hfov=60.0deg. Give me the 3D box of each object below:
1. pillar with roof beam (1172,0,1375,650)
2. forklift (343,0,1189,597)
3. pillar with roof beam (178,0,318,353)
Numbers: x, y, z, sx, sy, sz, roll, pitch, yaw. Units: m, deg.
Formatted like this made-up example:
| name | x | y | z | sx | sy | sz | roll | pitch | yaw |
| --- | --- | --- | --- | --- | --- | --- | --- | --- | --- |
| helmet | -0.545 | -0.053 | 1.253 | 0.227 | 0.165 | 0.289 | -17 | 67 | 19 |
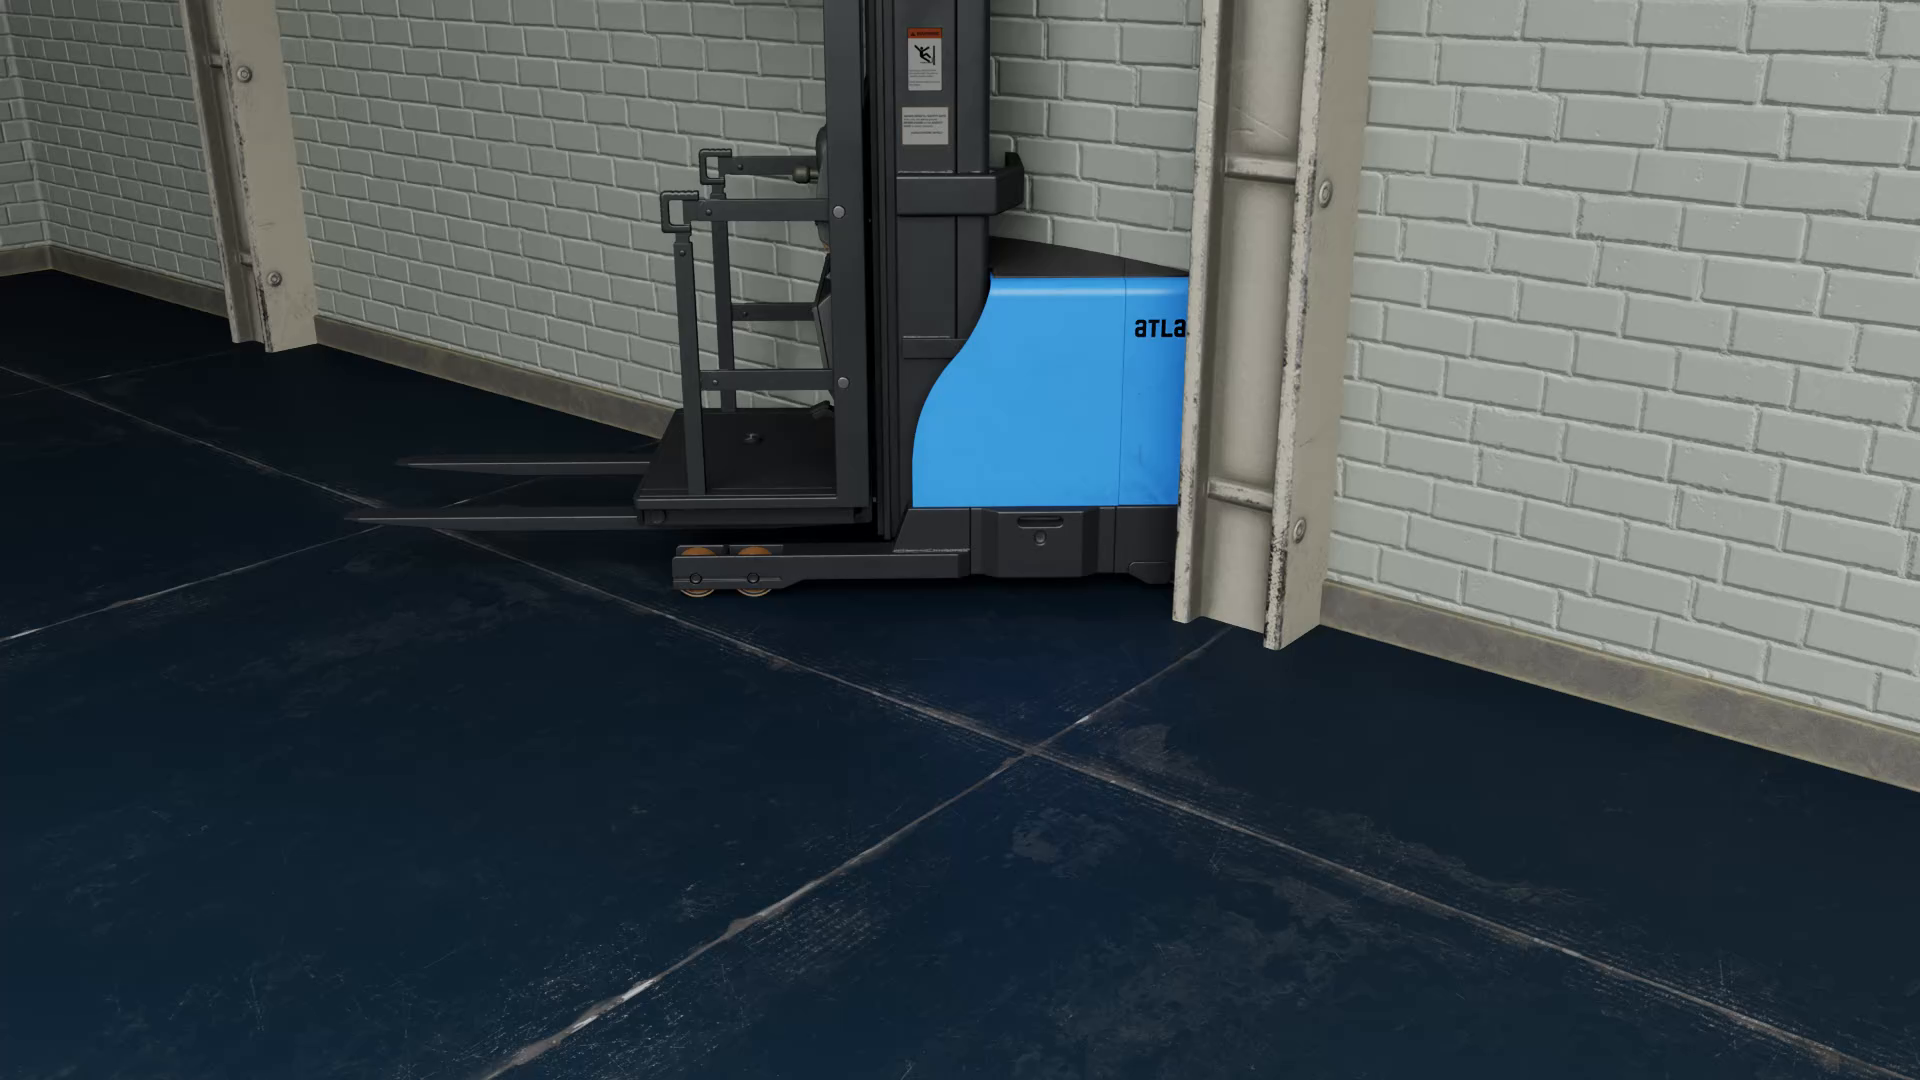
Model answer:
| name | x | y | z | sx | sy | sz | roll | pitch | yaw |
| --- | --- | --- | --- | --- | --- | --- | --- | --- | --- |
| pillar with roof beam | -1.776 | -2.771 | 0.763 | 0.400 | 9.000 | 9.100 | 16 | 26 | 36 |
| forklift | -0.624 | -1.366 | 5.637 | 3.031 | 2.935 | 1.130 | 0 | 21 | -1 |
| pillar with roof beam | -6.424 | -4.110 | 4.312 | 0.400 | 9.000 | 9.100 | 16 | 26 | 36 |
